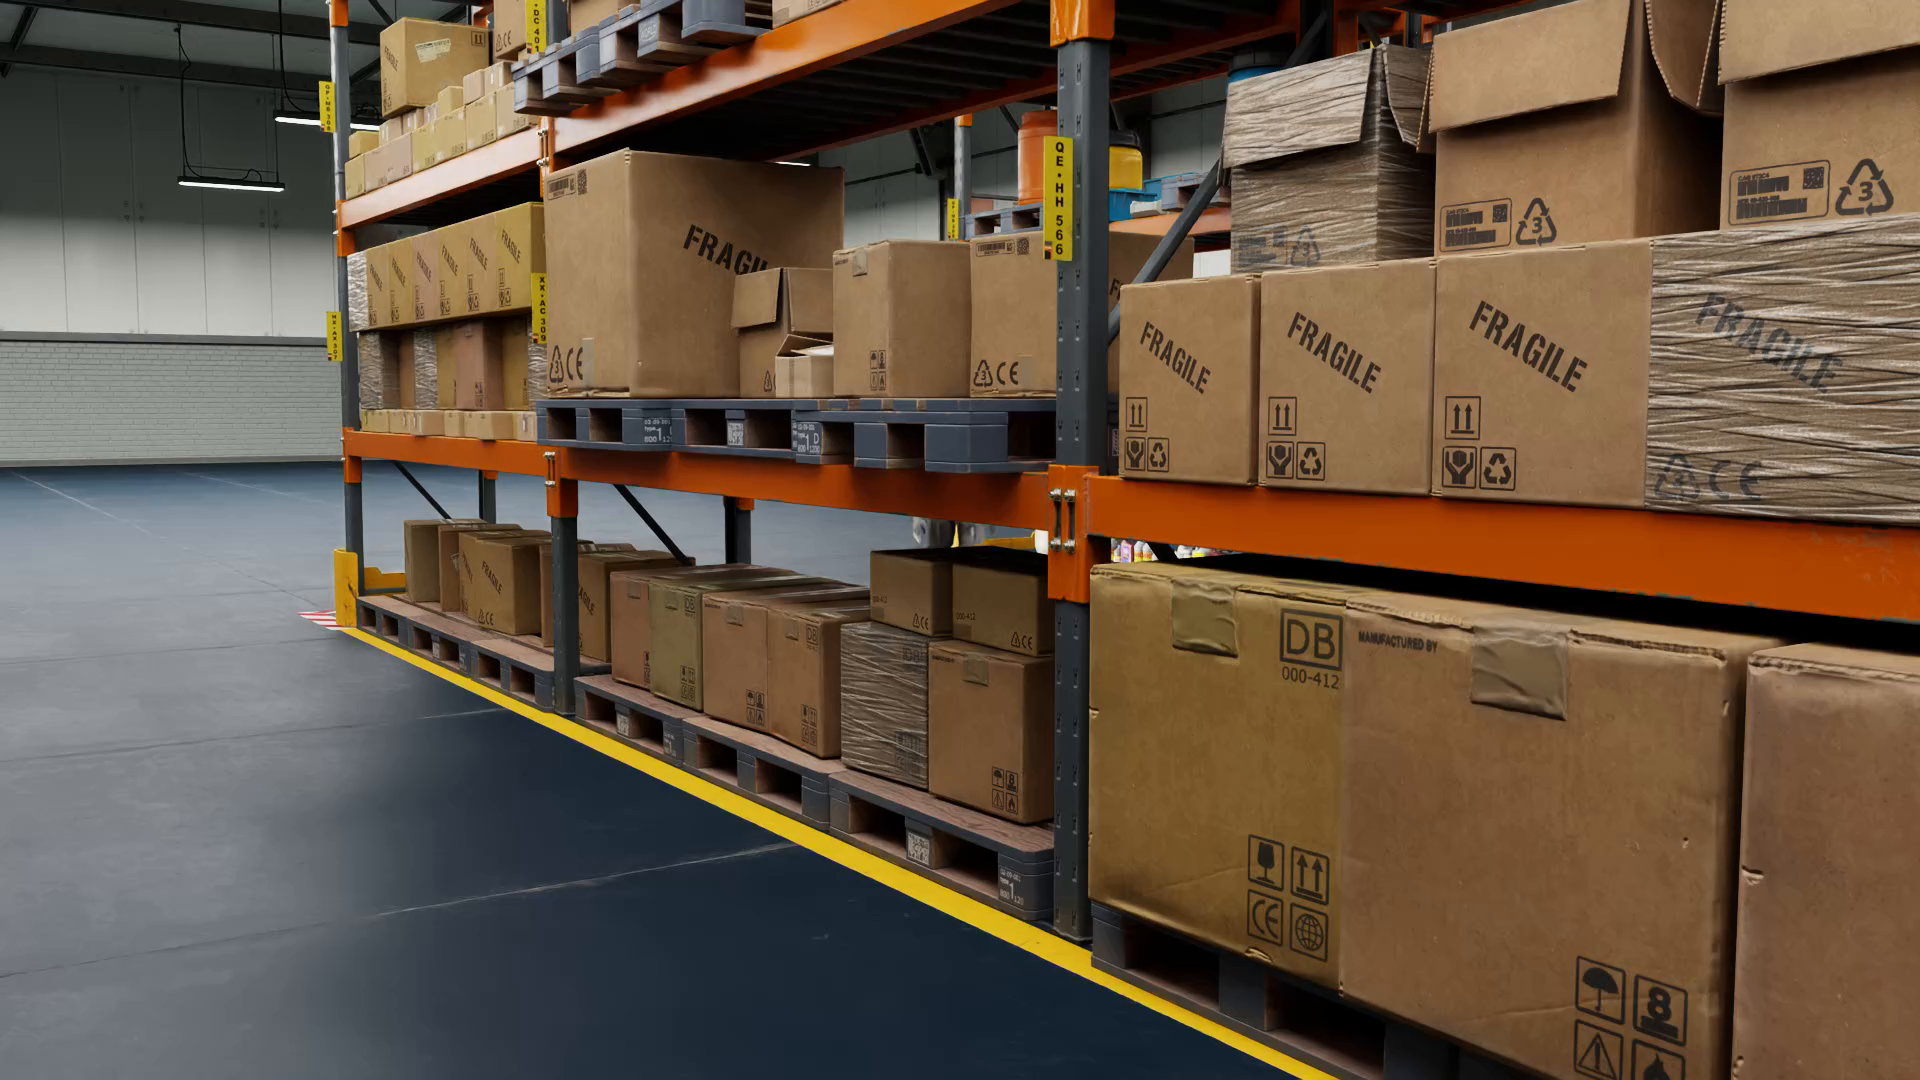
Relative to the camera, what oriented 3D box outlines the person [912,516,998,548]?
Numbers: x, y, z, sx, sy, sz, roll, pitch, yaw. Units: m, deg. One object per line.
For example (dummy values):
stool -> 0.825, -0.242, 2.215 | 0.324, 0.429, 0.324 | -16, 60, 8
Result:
person -> -0.015, -0.161, 9.946 | 0.518, 1.631, 0.868 | 1, 5, 10
